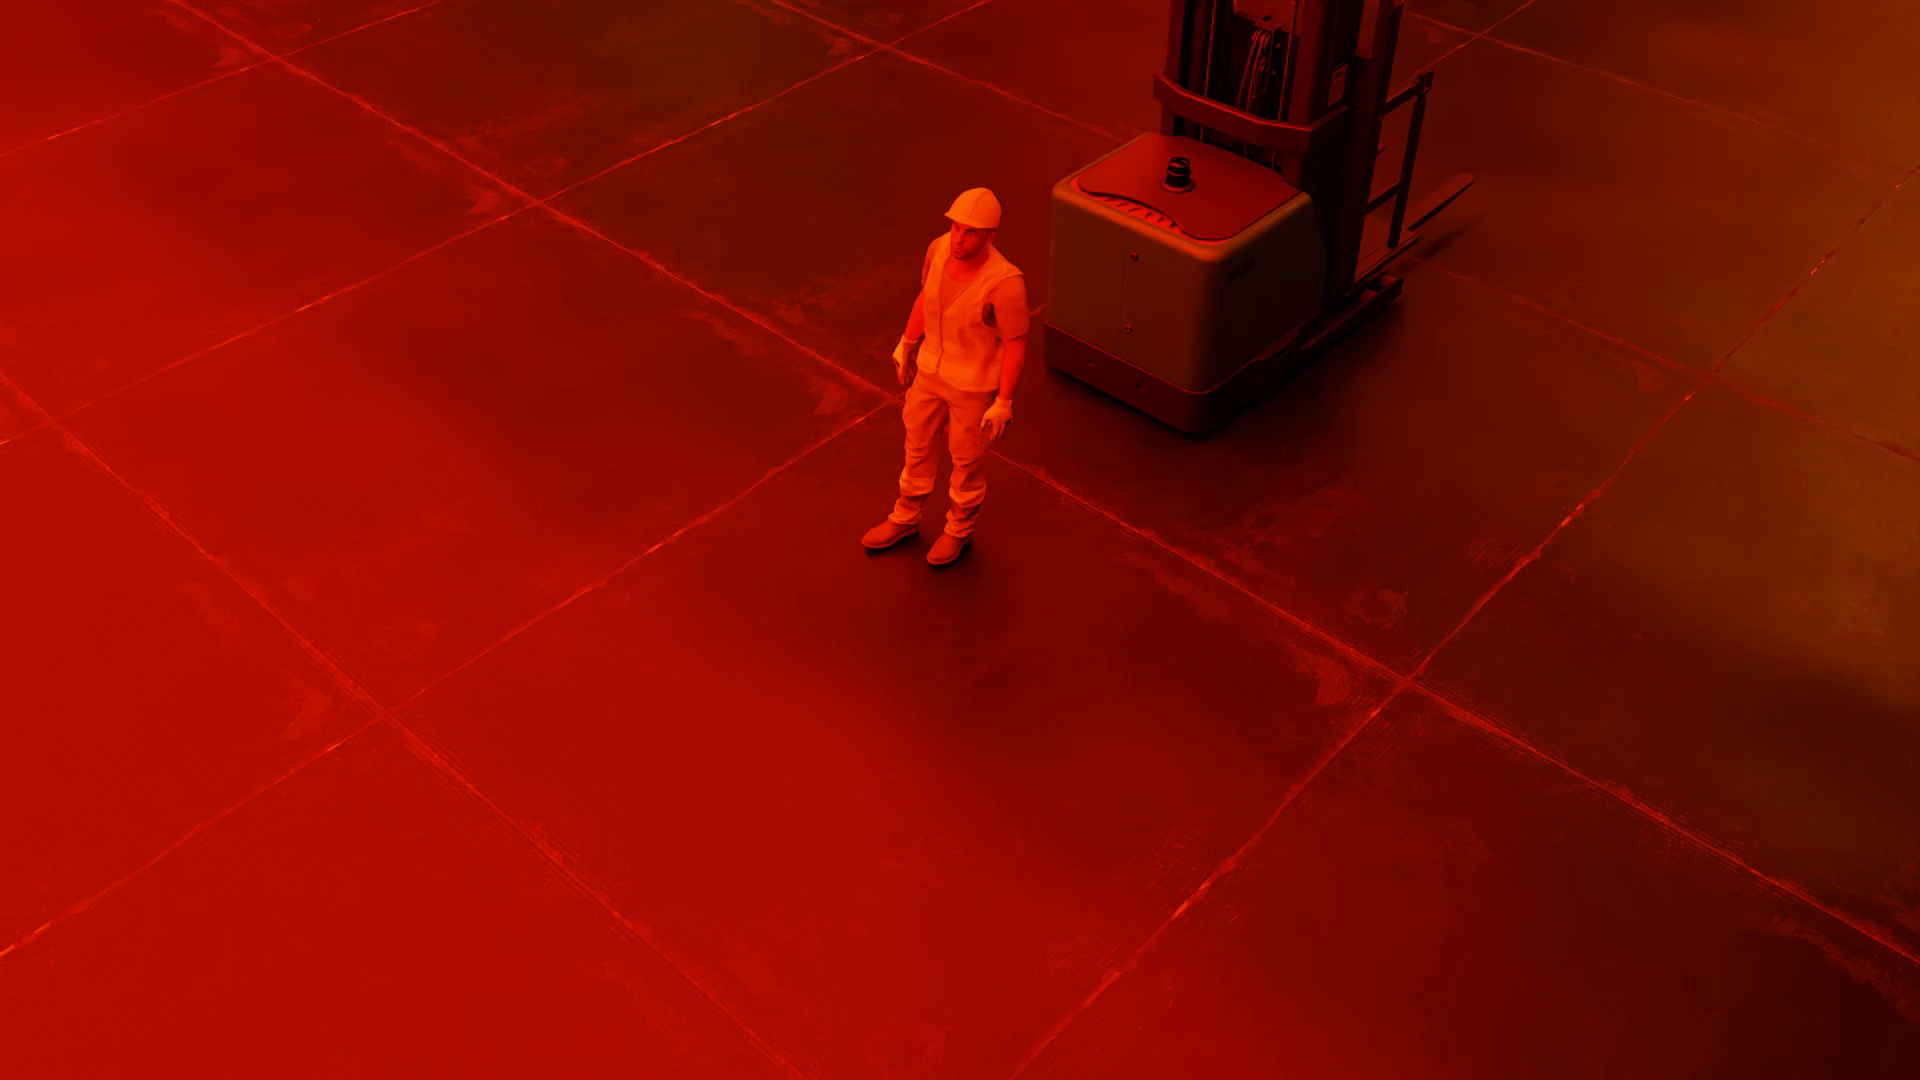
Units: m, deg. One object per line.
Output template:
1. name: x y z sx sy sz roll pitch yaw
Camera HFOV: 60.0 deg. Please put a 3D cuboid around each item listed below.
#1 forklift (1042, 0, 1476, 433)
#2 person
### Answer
1. forklift: 1.791 -2.514 8.359 1.130 2.935 3.031 31 49 31
2. person: -0.062 -0.650 7.052 0.638 1.789 0.562 31 49 31
